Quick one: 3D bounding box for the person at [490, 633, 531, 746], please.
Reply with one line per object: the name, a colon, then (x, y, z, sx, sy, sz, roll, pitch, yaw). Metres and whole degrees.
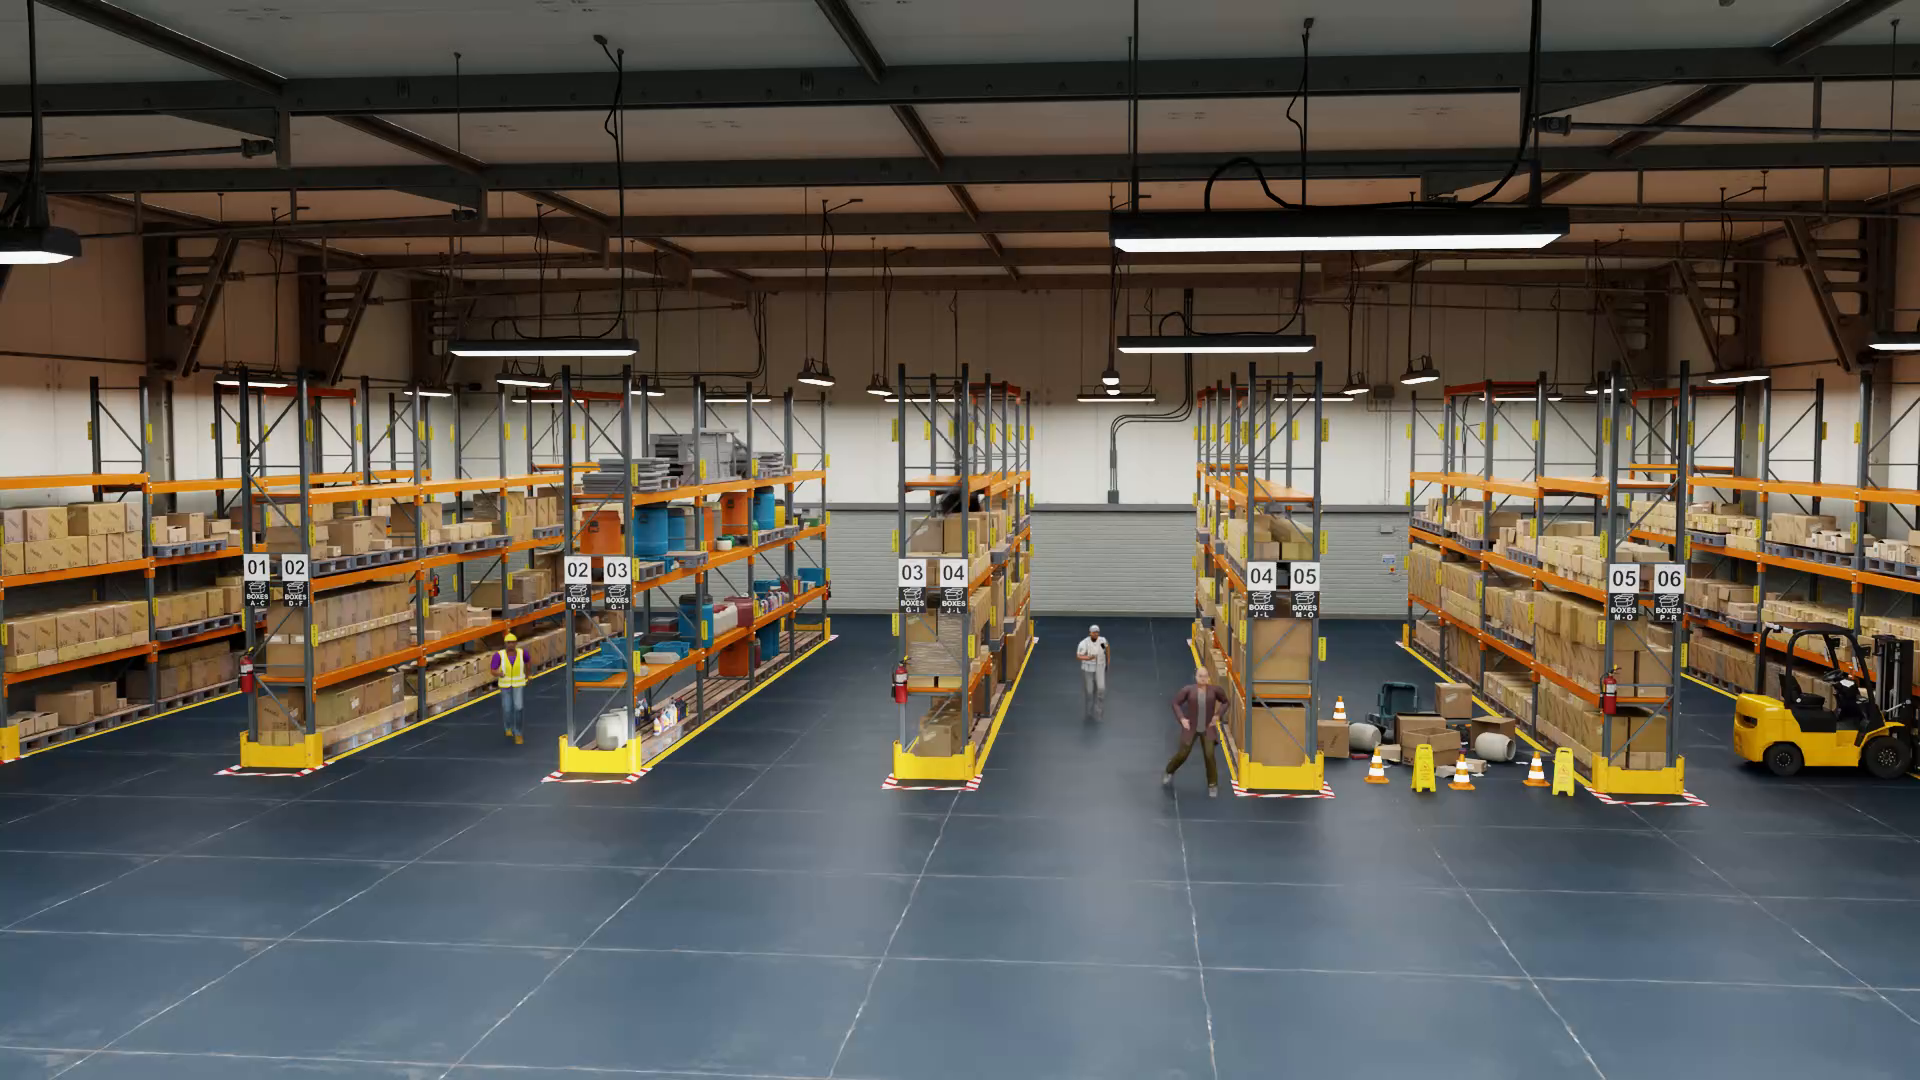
person: (-7.258, 2.402, 26.875, 0.628, 1.812, 0.827, -1, 4, -13)

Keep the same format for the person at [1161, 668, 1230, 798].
person: (3.302, 2.659, 23.217, 0.933, 1.780, 0.822, 0, 4, 2)

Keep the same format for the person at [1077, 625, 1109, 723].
person: (2.330, 2.320, 29.089, 0.627, 1.706, 0.830, 0, 4, -7)
